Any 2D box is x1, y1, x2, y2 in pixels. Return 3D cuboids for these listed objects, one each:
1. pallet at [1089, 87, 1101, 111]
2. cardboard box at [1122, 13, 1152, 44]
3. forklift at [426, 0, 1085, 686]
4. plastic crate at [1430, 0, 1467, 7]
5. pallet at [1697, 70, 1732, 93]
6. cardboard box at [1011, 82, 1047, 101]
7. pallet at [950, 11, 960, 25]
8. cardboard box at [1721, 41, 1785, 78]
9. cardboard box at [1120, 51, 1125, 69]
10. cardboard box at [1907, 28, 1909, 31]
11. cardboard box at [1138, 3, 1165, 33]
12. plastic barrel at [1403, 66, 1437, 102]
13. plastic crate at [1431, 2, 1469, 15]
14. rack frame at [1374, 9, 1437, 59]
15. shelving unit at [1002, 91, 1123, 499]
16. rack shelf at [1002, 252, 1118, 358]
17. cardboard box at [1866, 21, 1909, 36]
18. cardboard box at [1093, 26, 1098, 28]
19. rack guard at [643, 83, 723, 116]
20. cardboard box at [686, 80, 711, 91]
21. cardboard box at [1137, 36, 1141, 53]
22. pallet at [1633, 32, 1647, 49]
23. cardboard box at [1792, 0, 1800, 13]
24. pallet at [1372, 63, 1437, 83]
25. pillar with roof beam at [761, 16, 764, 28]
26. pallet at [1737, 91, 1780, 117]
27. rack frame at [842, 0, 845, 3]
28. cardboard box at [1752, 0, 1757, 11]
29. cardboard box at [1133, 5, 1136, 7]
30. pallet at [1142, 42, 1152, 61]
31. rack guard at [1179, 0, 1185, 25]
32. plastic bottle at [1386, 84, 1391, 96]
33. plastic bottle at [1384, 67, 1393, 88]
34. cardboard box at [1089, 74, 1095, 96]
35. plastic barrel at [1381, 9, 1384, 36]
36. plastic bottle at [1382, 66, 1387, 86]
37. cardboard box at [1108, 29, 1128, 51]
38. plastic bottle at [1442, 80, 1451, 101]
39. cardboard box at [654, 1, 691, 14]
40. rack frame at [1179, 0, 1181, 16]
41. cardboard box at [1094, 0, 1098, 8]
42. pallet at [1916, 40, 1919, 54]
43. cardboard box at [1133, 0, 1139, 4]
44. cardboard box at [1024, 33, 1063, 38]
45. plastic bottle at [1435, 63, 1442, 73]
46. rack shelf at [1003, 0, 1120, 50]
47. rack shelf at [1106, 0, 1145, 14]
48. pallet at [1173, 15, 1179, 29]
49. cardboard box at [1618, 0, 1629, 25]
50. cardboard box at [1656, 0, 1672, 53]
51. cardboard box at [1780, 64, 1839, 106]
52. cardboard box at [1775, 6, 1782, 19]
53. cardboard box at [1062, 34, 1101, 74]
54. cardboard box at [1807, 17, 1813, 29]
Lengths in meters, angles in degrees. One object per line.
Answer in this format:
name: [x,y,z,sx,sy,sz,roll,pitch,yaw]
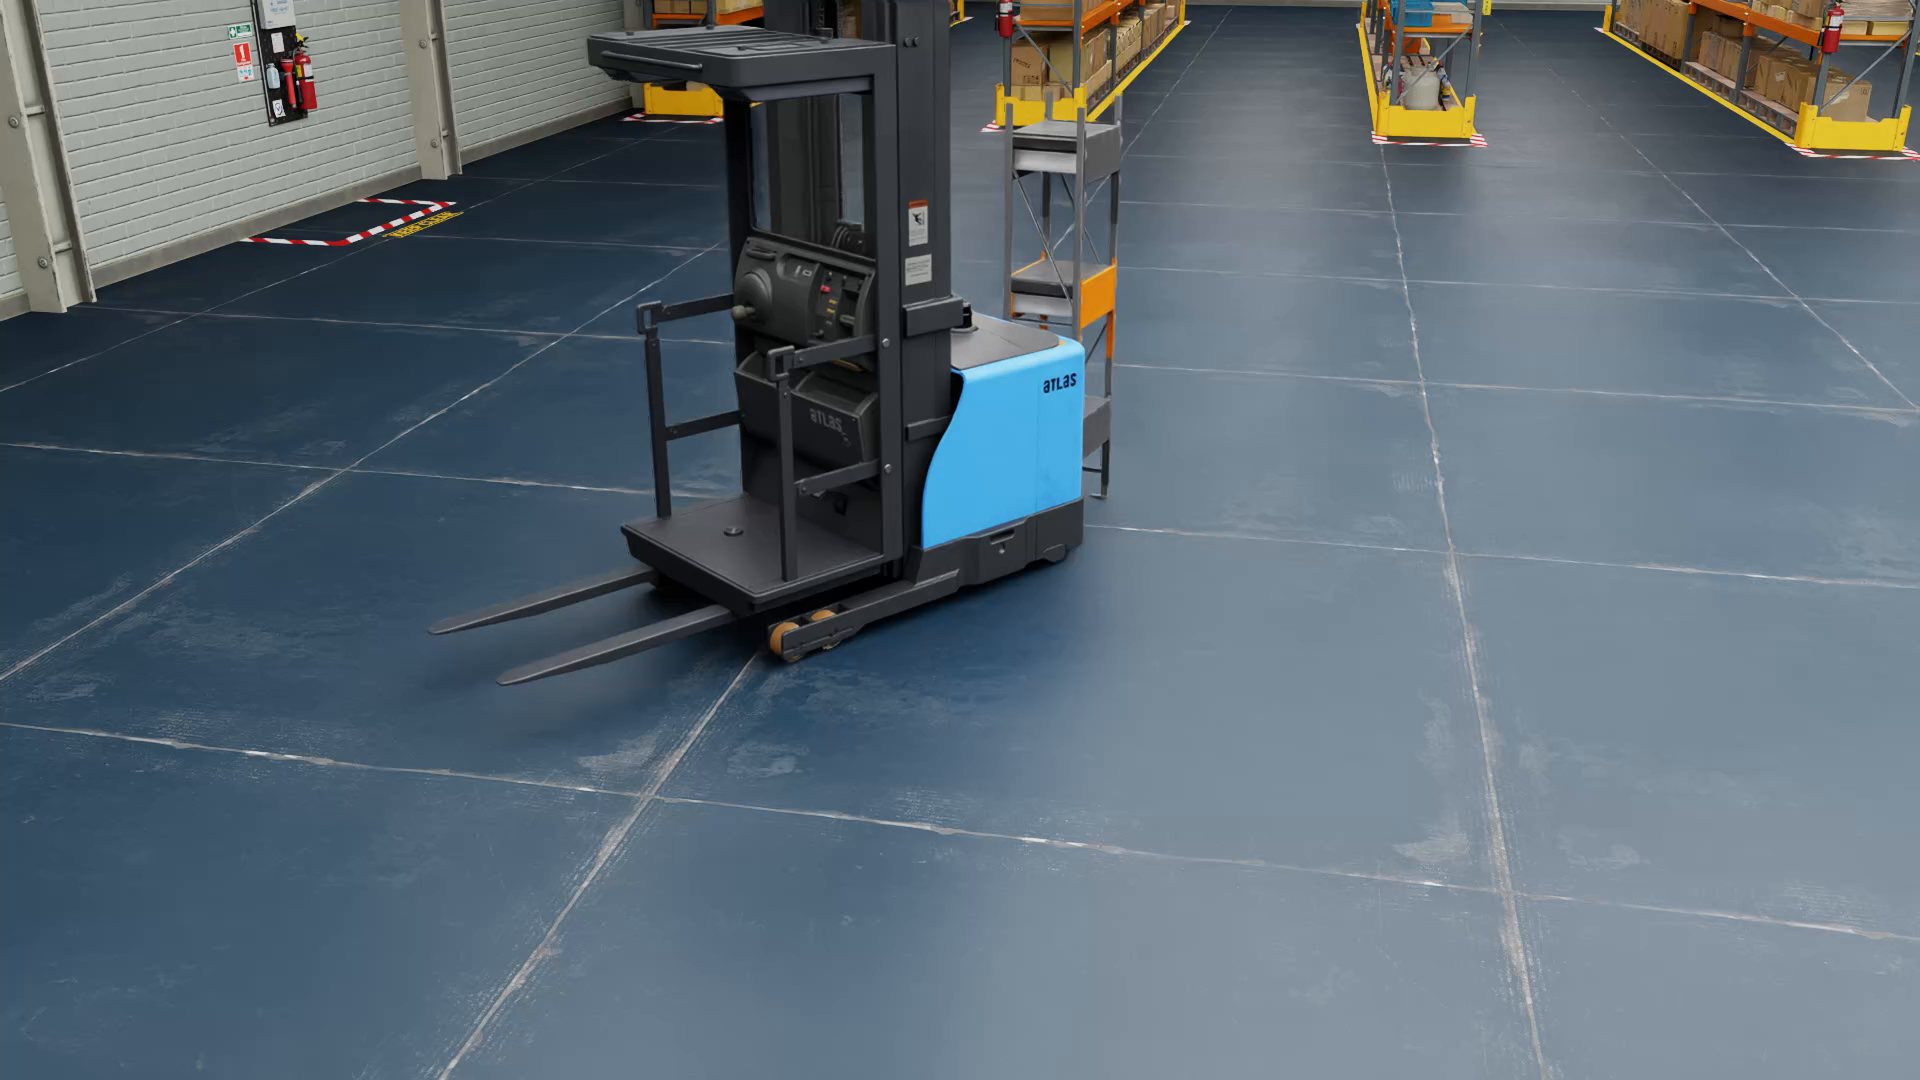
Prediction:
pallet: [1.435,-6.326,23.779,1.003,0.211,1.213,4,22,11]
cardboard box: [3.175,-9.199,29.936,0.500,0.500,0.500,4,22,9]
forklift: [-0.839,-1.062,7.068,3.031,2.935,1.130,-18,28,-38]
plastic crate: [6.774,-7.481,23.114,0.499,0.251,0.616,4,22,11]
pallet: [11.987,-7.037,25.544,1.003,0.211,1.213,4,22,11]
cardboard box: [0.889,-6.030,22.429,0.500,0.250,0.500,4,22,11]
pallet: [-0.603,-11.528,36.695,1.003,0.211,1.213,4,22,11]
cardboard box: [11.958,-7.243,25.081,0.700,0.500,0.500,3,22,6]
cardboard box: [2.316,-7.590,26.302,0.500,0.250,0.500,5,22,12]
cardboard box: [18.007,-9.529,31.254,0.380,0.149,0.250,4,22,11]
cardboard box: [3.697,-10.123,32.230,0.500,0.500,0.500,4,22,11]
plastic barrel: [6.079,-5.984,21.964,0.421,0.512,0.421,0,22,0]
plastic crate: [6.650,-7.240,22.669,0.530,0.136,0.437,4,22,11]
rack frame: [7.550,-9.439,27.775,1.000,3.000,0.127,4,22,11]
shelving unit: [0.505,-1.148,8.394,0.431,2.100,0.503,10,24,24]
rack shelf: [0.505,-1.136,8.399,0.431,0.518,0.480,10,24,24]
cardboard box: [11.058,-6.105,19.833,0.380,0.149,0.250,4,22,11]
cardboard box: [1.997,-8.261,27.218,0.500,0.311,0.500,4,22,10]
rack guard: [-3.766,-6.137,22.921,1.175,0.500,0.348,4,22,11]
cardboard box: [-3.552,-6.471,23.417,0.500,0.311,0.500,2,22,5]
cardboard box: [2.833,-8.526,28.627,0.500,0.250,0.500,5,22,12]
pallet: [13.447,-9.503,31.666,1.003,0.211,1.213,4,22,11]
cardboard box: [11.034,-6.890,20.915,0.875,0.500,0.500,4,22,11]
pallet: [7.103,-7.420,26.495,1.003,0.211,1.213,4,22,11]
pillar with roof beam: [0.954,-12.239,26.698,9.100,9.000,0.400,4,22,11]
pallet: [11.480,-6.057,23.109,1.003,0.211,1.213,4,22,11]
rack frame: [-2.149,-10.194,29.650,1.000,3.000,0.127,4,22,11]
cardboard box: [11.244,-7.426,23.114,0.380,0.149,0.250,4,22,11]
cardboard box: [3.082,-9.971,31.853,0.500,0.500,0.500,5,22,12]
pallet: [2.891,-8.794,29.907,1.003,0.211,1.213,4,22,11]
rack guard: [4.318,-11.556,36.378,1.175,0.500,0.348,4,22,11]
plastic bottle: [5.863,-6.124,22.701,0.097,0.201,0.097,0,22,0]
plastic bottle: [6.037,-6.463,23.343,0.144,0.351,0.185,4,22,10]
cardboard box: [1.597,-6.356,23.240,0.500,0.250,0.500,4,22,11]
plastic barrel: [8.238,-9.925,31.230,0.600,0.901,0.708,4,22,11]
plastic bottle: [6.200,-6.713,24.064,0.152,0.276,0.135,5,23,13]
cardboard box: [2.425,-8.039,26.666,0.500,0.311,0.500,4,22,9]
plastic bottle: [6.592,-6.091,22.525,0.097,0.271,0.097,0,22,0]
cardboard box: [-3.876,-7.394,22.871,0.500,0.250,0.500,5,22,12]
rack frame: [4.334,-12.744,35.980,1.000,3.000,0.127,4,22,11]
cardboard box: [1.593,-7.862,23.725,0.700,0.500,0.500,5,22,12]
pallet: [18.152,-9.064,30.576,1.003,0.211,1.213,4,22,11]
cardboard box: [3.356,-10.555,33.304,0.500,0.500,0.500,4,22,11]
cardboard box: [1.180,-6.928,23.654,0.500,0.500,0.500,4,22,11]
plastic bottle: [6.845,-6.624,23.741,0.144,0.351,0.185,3,22,8]
rack shelf: [1.477,-7.290,23.402,1.077,0.370,4.000,4,22,11]
rack shelf: [2.293,-8.753,27.034,1.077,0.370,4.000,4,22,11]
pallet: [4.157,-11.130,35.708,1.003,0.211,1.213,4,22,11]
cardboard box: [13.979,-10.956,33.824,0.875,0.875,0.875,4,22,11]
cardboard box: [12.749,-8.847,28.586,1.225,0.875,0.875,5,22,11]
cardboard box: [11.302,-6.047,22.138,0.500,0.500,0.500,2,22,6]
cardboard box: [11.013,-6.967,21.974,0.380,0.149,0.250,4,22,11]
cardboard box: [1.705,-6.887,23.553,0.500,0.500,0.500,4,22,11]
cardboard box: [10.741,-6.416,20.605,0.380,0.149,0.250,4,22,11]
